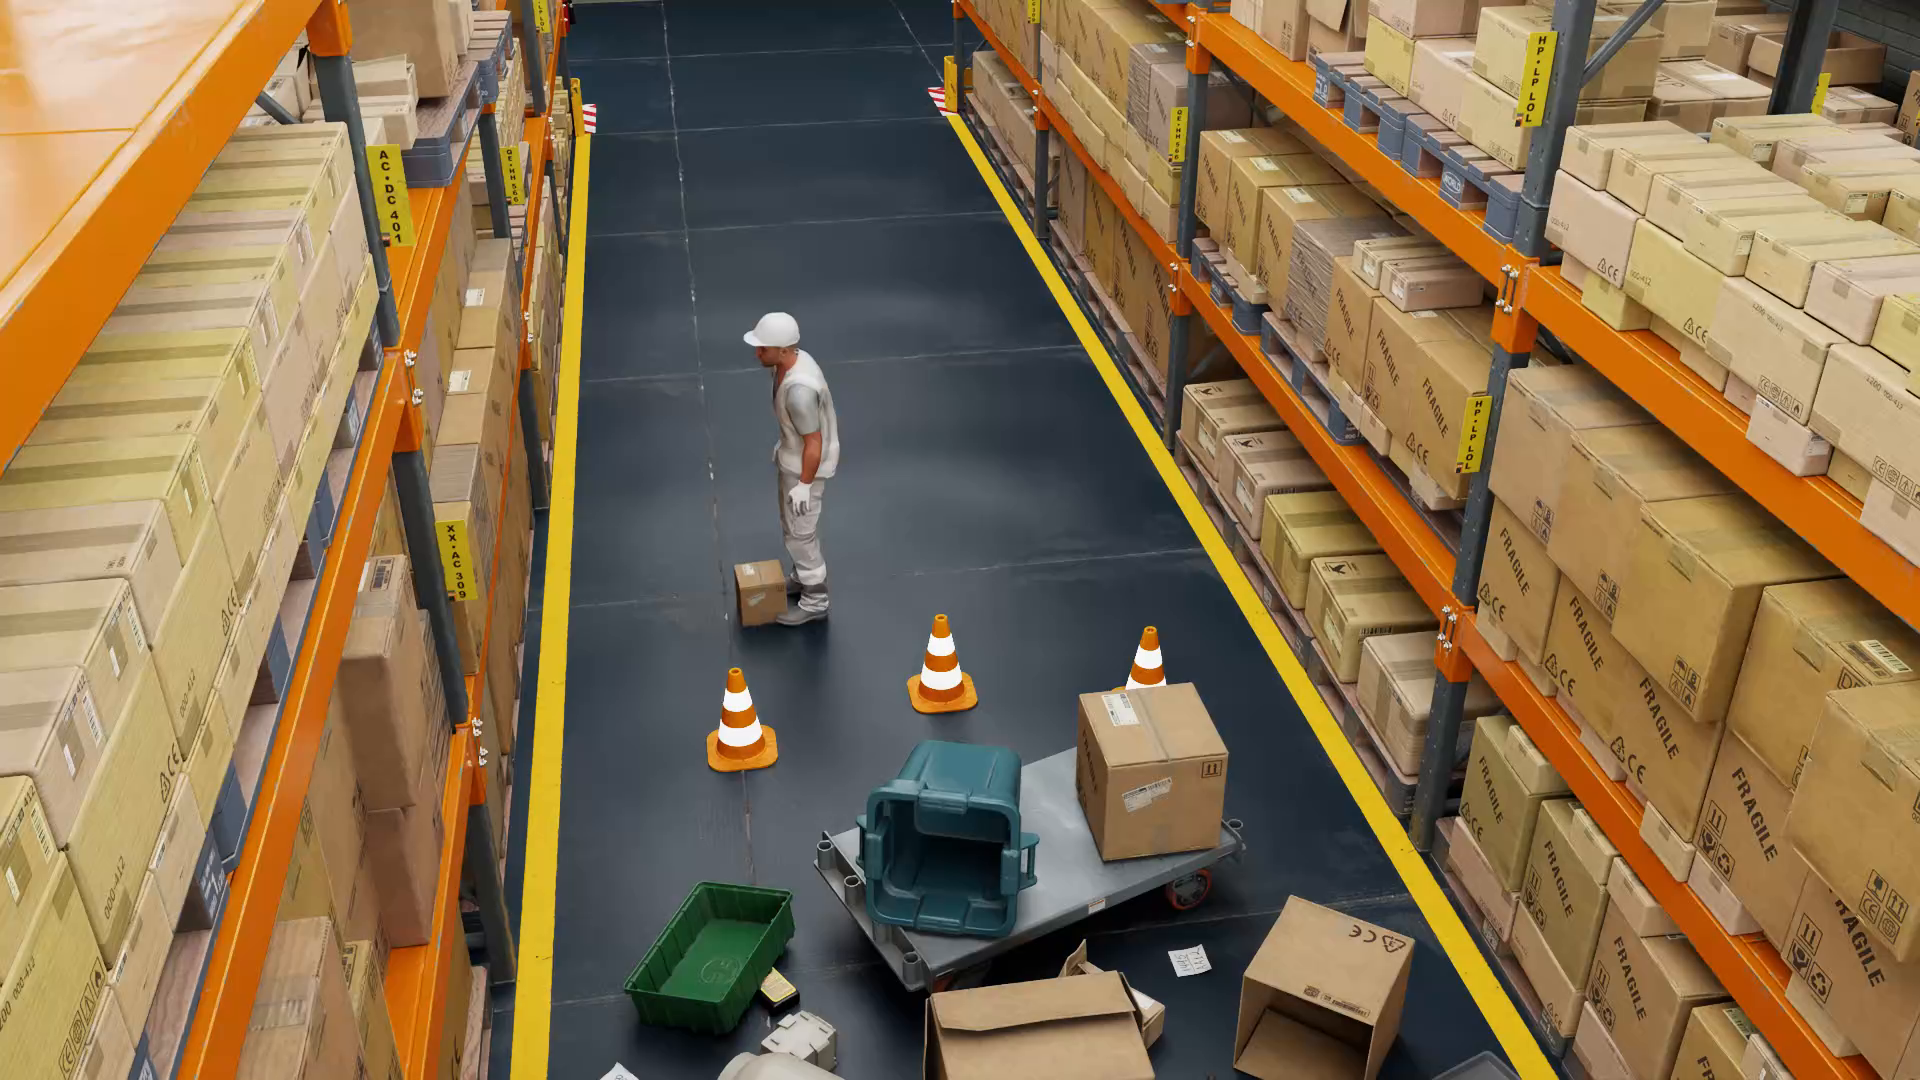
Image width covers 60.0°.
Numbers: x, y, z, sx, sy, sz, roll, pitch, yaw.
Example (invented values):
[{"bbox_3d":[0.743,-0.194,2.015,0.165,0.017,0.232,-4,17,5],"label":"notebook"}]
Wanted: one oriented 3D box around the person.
[{"bbox_3d":[-0.869,-0.383,8.771,0.452,1.778,0.613,-7,31,-12],"label":"person"}]
